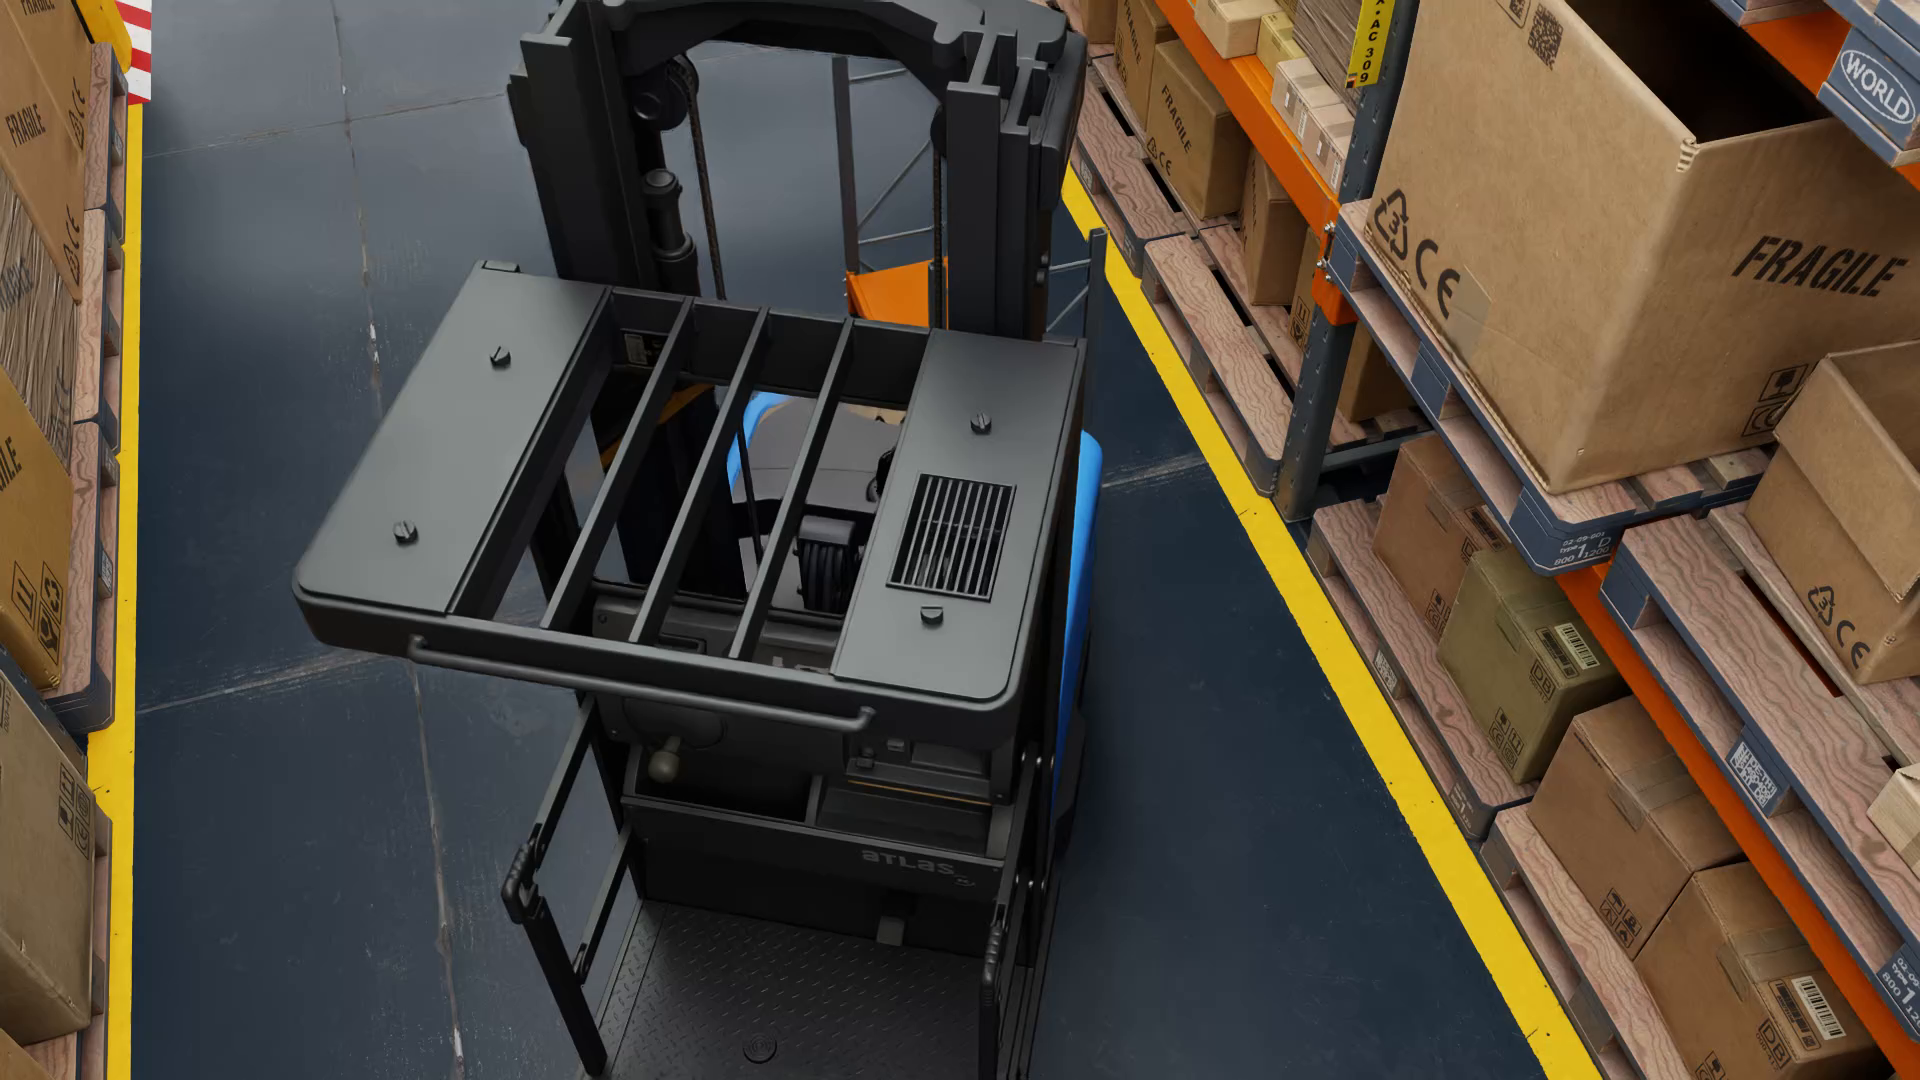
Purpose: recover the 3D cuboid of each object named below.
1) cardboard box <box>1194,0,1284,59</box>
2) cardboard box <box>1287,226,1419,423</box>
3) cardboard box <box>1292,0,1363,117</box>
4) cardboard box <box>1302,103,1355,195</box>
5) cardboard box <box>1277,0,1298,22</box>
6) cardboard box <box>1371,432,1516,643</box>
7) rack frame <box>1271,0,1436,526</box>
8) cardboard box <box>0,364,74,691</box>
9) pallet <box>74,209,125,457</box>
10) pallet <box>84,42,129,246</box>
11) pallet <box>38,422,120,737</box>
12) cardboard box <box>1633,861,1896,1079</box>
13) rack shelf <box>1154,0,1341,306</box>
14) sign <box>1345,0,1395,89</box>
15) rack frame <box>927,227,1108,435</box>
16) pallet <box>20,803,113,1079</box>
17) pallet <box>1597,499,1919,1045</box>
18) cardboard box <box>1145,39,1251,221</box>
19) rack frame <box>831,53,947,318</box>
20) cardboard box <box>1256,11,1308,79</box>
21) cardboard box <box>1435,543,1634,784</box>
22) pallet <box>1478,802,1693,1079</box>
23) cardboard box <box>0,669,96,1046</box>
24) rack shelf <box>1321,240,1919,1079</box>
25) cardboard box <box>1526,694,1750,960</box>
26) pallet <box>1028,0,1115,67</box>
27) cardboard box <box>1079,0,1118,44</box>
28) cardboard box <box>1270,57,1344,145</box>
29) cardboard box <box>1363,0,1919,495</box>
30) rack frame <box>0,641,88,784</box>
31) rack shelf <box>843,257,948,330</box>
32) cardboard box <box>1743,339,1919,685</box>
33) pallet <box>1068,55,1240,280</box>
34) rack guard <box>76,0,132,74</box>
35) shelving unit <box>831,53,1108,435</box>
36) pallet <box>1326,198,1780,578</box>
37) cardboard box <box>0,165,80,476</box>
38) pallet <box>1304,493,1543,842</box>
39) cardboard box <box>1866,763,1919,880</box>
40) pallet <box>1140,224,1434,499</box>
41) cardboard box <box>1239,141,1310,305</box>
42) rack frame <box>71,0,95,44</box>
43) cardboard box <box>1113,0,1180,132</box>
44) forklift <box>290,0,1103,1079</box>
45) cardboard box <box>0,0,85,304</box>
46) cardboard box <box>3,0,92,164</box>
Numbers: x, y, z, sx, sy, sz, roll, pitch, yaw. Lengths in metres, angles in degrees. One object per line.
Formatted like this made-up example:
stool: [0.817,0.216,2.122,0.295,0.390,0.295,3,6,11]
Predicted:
cardboard box: [0.989,-1.723,5.405,0.380,0.149,0.250,-13,51,-11]
cardboard box: [1.515,-0.806,5.828,0.500,0.500,0.500,-15,51,-12]
cardboard box: [1.521,-1.646,4.916,0.875,0.500,0.500,-13,51,-11]
cardboard box: [1.251,-1.185,4.951,0.380,0.149,0.250,-13,51,-11]
cardboard box: [1.407,-2.019,5.230,0.875,0.500,0.500,-13,51,-11]
cardboard box: [1.756,-0.058,5.184,0.700,0.500,0.500,-17,52,-14]
rack frame: [1.595,-1.175,4.779,1.000,3.000,0.127,-13,51,-11]
cardboard box: [-3.292,-0.053,4.948,0.875,0.875,0.875,-13,51,-10]
pallet: [-3.687,-0.694,6.197,1.003,0.211,1.213,-13,51,-11]
pallet: [-4.044,-1.584,6.947,1.003,0.211,1.213,-13,51,-11]
pallet: [-3.323,0.198,5.445,1.003,0.211,1.213,-13,51,-11]
cardboard box: [2.211,1.111,4.199,0.700,0.500,0.500,-9,51,-8]
rack shelf: [1.004,-2.404,6.285,1.077,0.370,4.000,-13,51,-11]
sign: [1.079,-1.326,4.340,0.100,0.325,0.005,-13,51,-11]
rack frame: [0.157,-0.298,5.020,0.500,1.500,0.032,-13,51,-11]
pallet: [-2.872,1.318,4.501,1.003,0.211,1.213,-13,51,-11]
pallet: [2.154,0.372,3.600,1.003,0.211,1.213,-13,51,-11]
cardboard box: [1.080,-1.658,6.546,0.500,0.500,0.500,-17,52,-14]
rack frame: [-0.148,-1.040,5.645,0.500,1.500,0.032,-13,51,-11]
cardboard box: [1.170,-1.566,5.272,0.380,0.149,0.250,-13,51,-11]
cardboard box: [1.880,0.295,4.887,0.700,0.500,0.500,-14,51,-11]
pallet: [2.192,1.185,4.613,1.003,0.211,1.213,-13,51,-11]
cardboard box: [-2.903,0.895,4.230,1.050,0.750,0.750,-14,51,-11]
rack shelf: [2.187,0.518,3.822,1.077,0.370,4.000,-13,51,-11]
cardboard box: [2.045,0.703,4.542,0.700,0.500,0.500,-17,52,-14]
pallet: [0.641,-2.541,7.754,1.003,0.211,1.213,-13,51,-11]
cardboard box: [0.791,-2.537,7.288,0.500,0.500,0.500,-2,50,-1]
cardboard box: [1.186,-1.369,5.107,0.380,0.149,0.250,-13,51,-11]
cardboard box: [1.697,-0.892,3.873,1.000,1.000,1.000,-13,51,-11]
rack frame: [-3.173,-0.127,3.895,1.000,3.000,0.127,-13,51,-11]
rack shelf: [0.004,-0.553,5.470,0.538,0.185,1.000,-13,51,-11]
cardboard box: [2.196,-0.098,3.529,0.797,0.503,0.637,-9,50,-7]
pallet: [0.999,-1.651,7.004,1.003,0.211,1.213,-13,51,-11]
rack guard: [-4.363,-2.261,7.329,1.175,0.500,0.348,-13,51,-11]
shelving unit: [0.007,-0.662,5.327,0.587,1.500,1.083,-13,51,-11]
pallet: [1.683,-0.522,4.354,1.003,0.211,1.213,-13,51,-11]
cardboard box: [-3.562,-0.711,5.502,0.875,0.875,0.875,-13,51,-11]
pallet: [1.827,0.292,5.366,1.003,0.211,1.213,-13,51,-11]
cardboard box: [2.027,0.498,3.182,0.396,0.266,0.258,-15,51,-12]
pallet: [1.363,-0.759,6.252,1.003,0.211,1.213,-13,51,-11]
cardboard box: [1.339,-1.223,6.179,0.500,0.500,0.500,1,50,1]
rack frame: [-4.355,-3.049,6.358,1.000,3.000,0.127,-13,51,-11]
cardboard box: [0.958,-2.076,6.898,0.500,0.500,0.500,-9,50,-8]
forklift: [-0.374,0.477,3.431,1.130,2.935,3.031,8,50,7]
cardboard box: [-3.830,-1.377,6.064,0.875,0.875,0.875,-14,51,-12]
cardboard box: [-4.092,-2.019,6.605,0.875,0.875,0.875,-13,51,-11]
